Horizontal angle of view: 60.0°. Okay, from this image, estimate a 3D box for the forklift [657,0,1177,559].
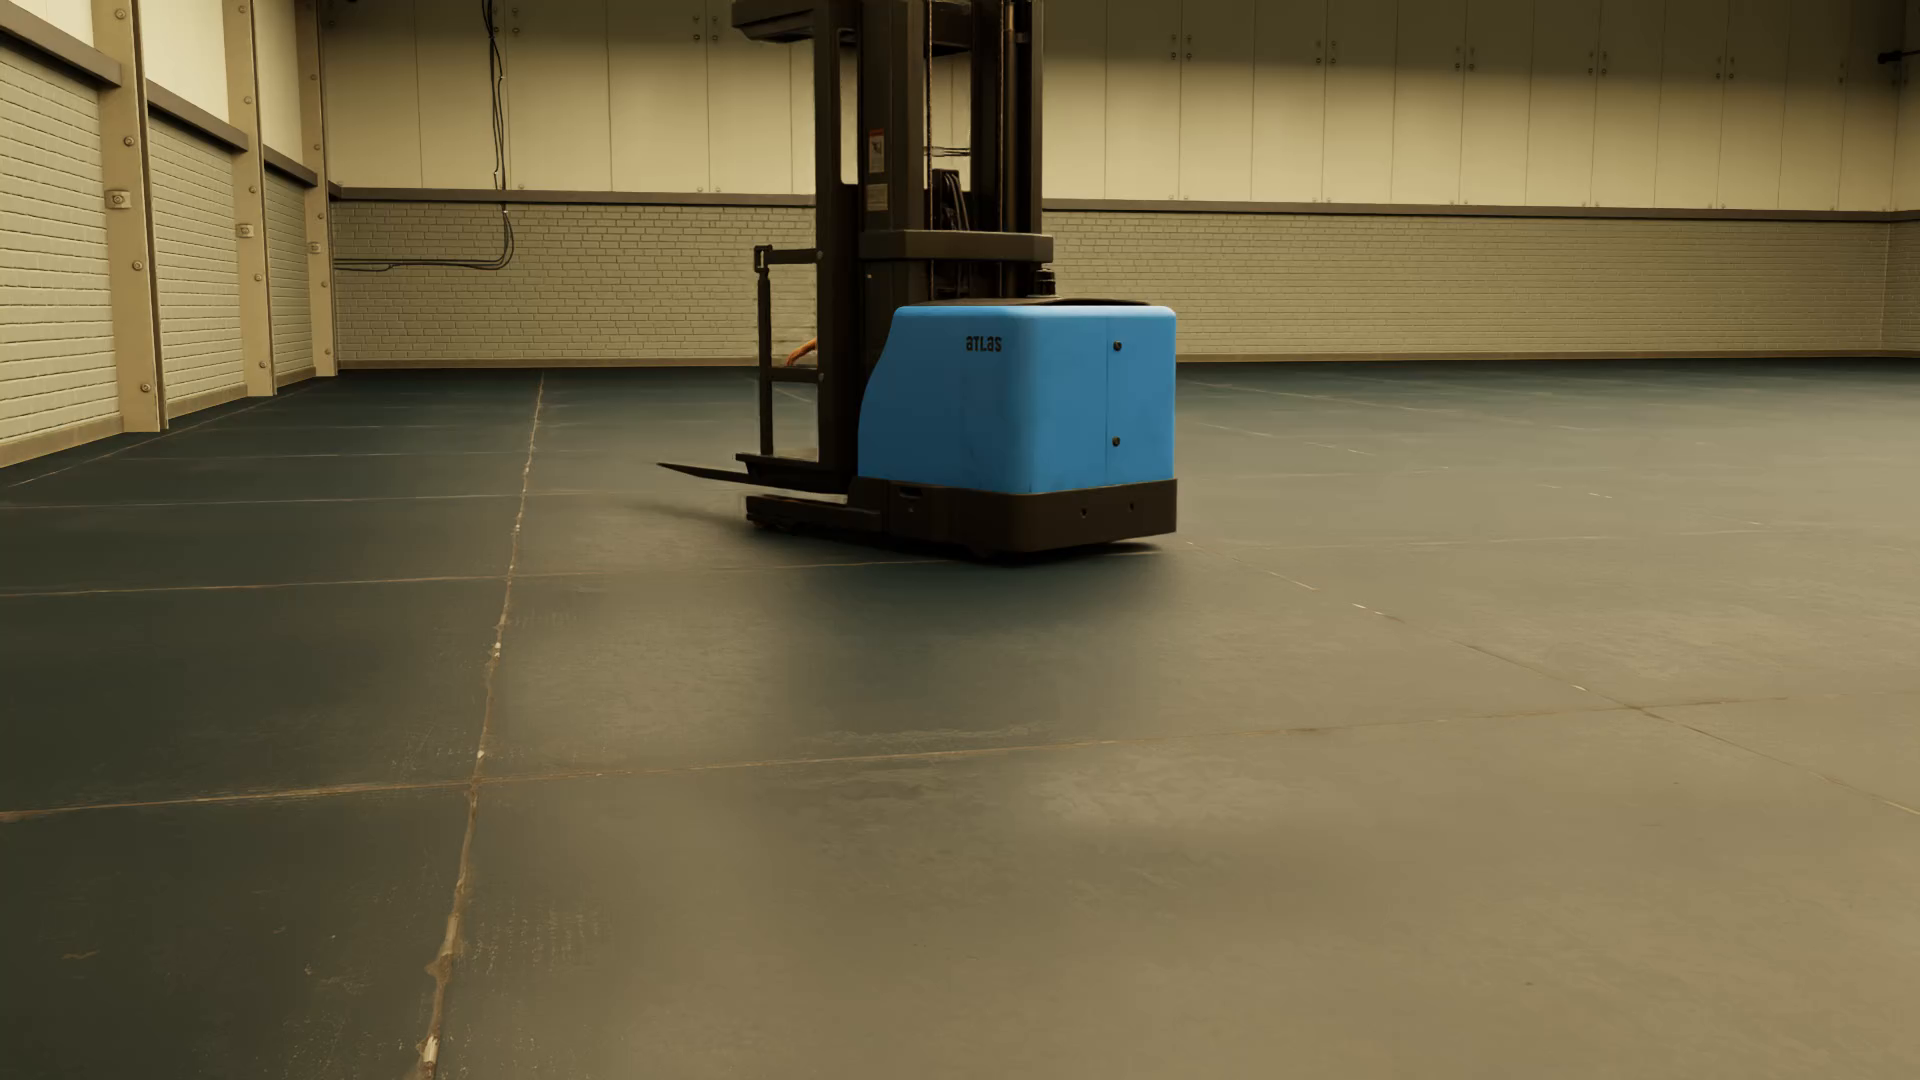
[{"bbox_3d":[-0.392,-1.527,8.045,1.130,2.935,3.031,-7,11,-42],"label":"forklift"}]

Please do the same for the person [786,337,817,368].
[{"bbox_3d":[-0.486,-0.928,9.398,0.923,1.372,0.922,0,8,1],"label":"person"}]
